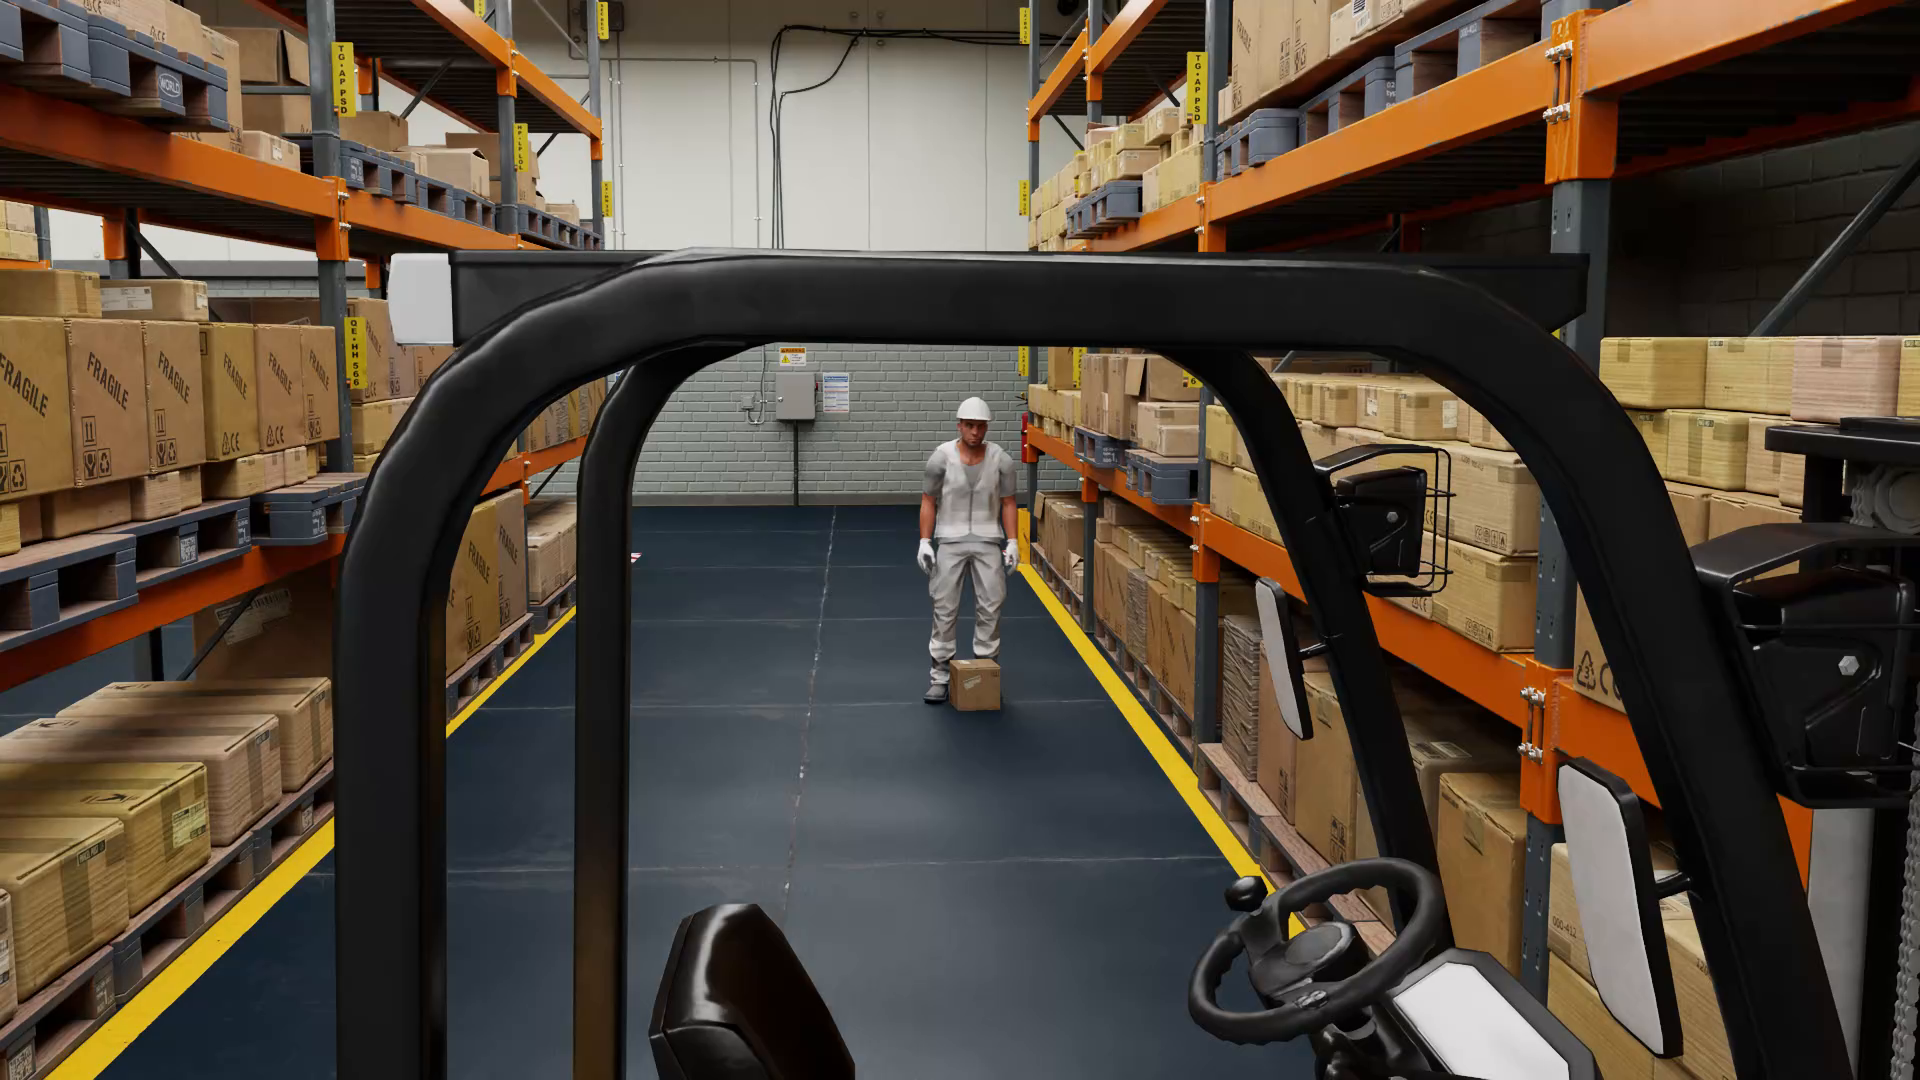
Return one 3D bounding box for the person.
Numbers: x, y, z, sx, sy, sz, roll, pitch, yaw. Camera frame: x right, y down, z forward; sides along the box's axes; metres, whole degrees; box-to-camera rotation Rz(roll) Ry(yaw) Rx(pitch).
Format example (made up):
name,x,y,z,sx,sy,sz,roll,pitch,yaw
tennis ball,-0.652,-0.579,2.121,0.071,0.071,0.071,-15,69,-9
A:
name,x,y,z,sx,sy,sz,roll,pitch,yaw
person,0.053,0.052,9.734,0.609,1.779,0.454,-1,7,-5
